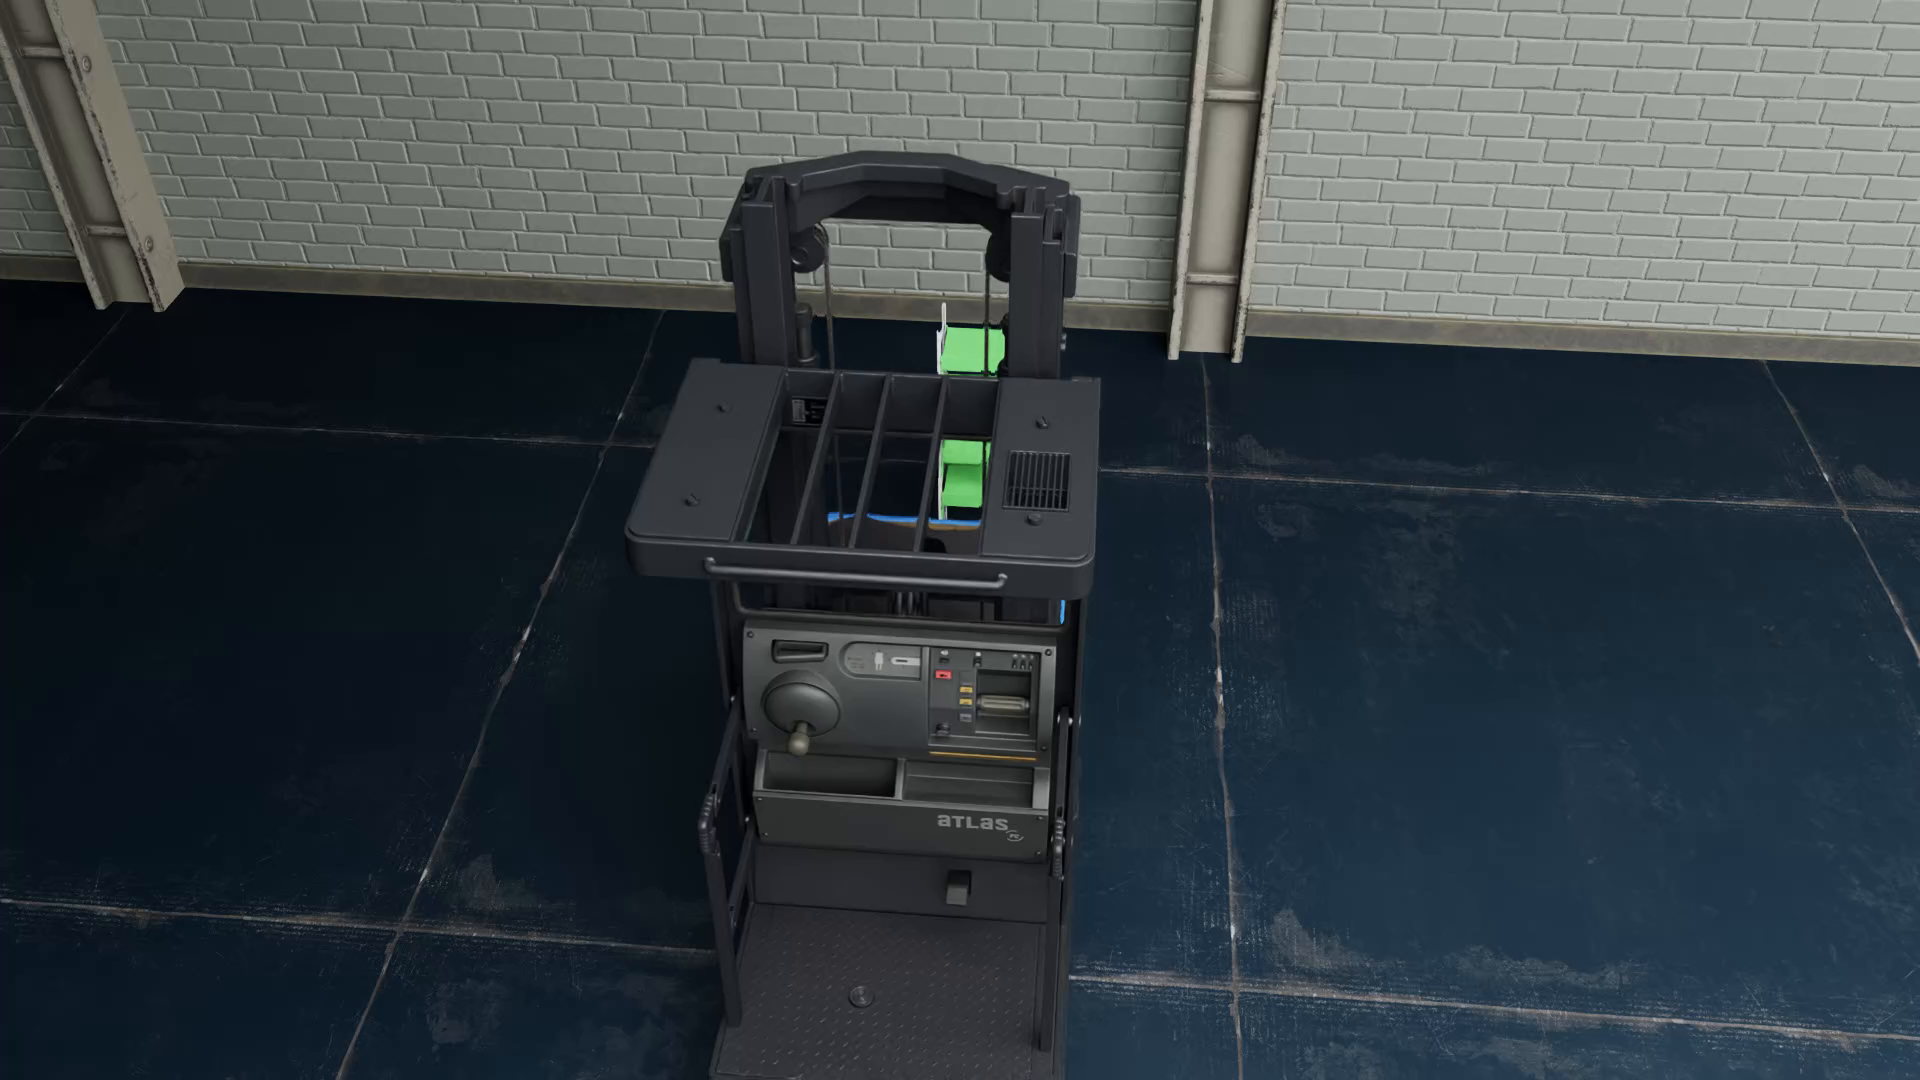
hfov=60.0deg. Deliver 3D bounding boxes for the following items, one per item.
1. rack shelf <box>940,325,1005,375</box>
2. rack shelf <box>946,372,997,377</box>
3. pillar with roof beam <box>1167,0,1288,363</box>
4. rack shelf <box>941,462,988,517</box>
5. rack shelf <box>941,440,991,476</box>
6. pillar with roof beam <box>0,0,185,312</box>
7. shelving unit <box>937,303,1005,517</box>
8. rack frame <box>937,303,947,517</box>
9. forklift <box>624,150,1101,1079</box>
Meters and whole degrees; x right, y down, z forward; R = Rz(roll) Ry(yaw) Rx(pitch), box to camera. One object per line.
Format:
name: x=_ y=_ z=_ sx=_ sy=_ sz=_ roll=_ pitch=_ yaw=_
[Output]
rack shelf: x=0.165 y=-0.779 z=7.097 sx=0.480 sy=0.148 sz=0.258 roll=3 pitch=39 yaw=4
rack shelf: x=0.165 y=-0.593 z=7.249 sx=0.480 sy=0.148 sz=0.258 roll=3 pitch=39 yaw=4
pillar with roof beam: x=0.955 y=-1.841 z=2.884 sx=0.400 sy=9.000 sz=9.100 roll=3 pitch=39 yaw=4
rack shelf: x=0.165 y=-0.221 z=7.552 sx=0.480 sy=0.148 sz=0.258 roll=3 pitch=39 yaw=4
rack shelf: x=0.165 y=-0.407 z=7.400 sx=0.480 sy=0.148 sz=0.258 roll=3 pitch=39 yaw=4
pillar with roof beam: x=-5.023 y=-2.168 z=3.285 sx=0.400 sy=9.000 sz=9.100 roll=3 pitch=39 yaw=4
shelving unit: x=0.165 y=-0.456 z=7.360 sx=0.503 sy=1.200 sz=0.258 roll=3 pitch=39 yaw=4
rack frame: x=-0.078 y=-0.470 z=7.376 sx=0.015 sy=1.200 sz=0.240 roll=3 pitch=39 yaw=4
forklift: x=-0.199 y=0.535 z=4.771 sx=1.130 sy=2.935 sz=3.031 roll=3 pitch=39 yaw=4
